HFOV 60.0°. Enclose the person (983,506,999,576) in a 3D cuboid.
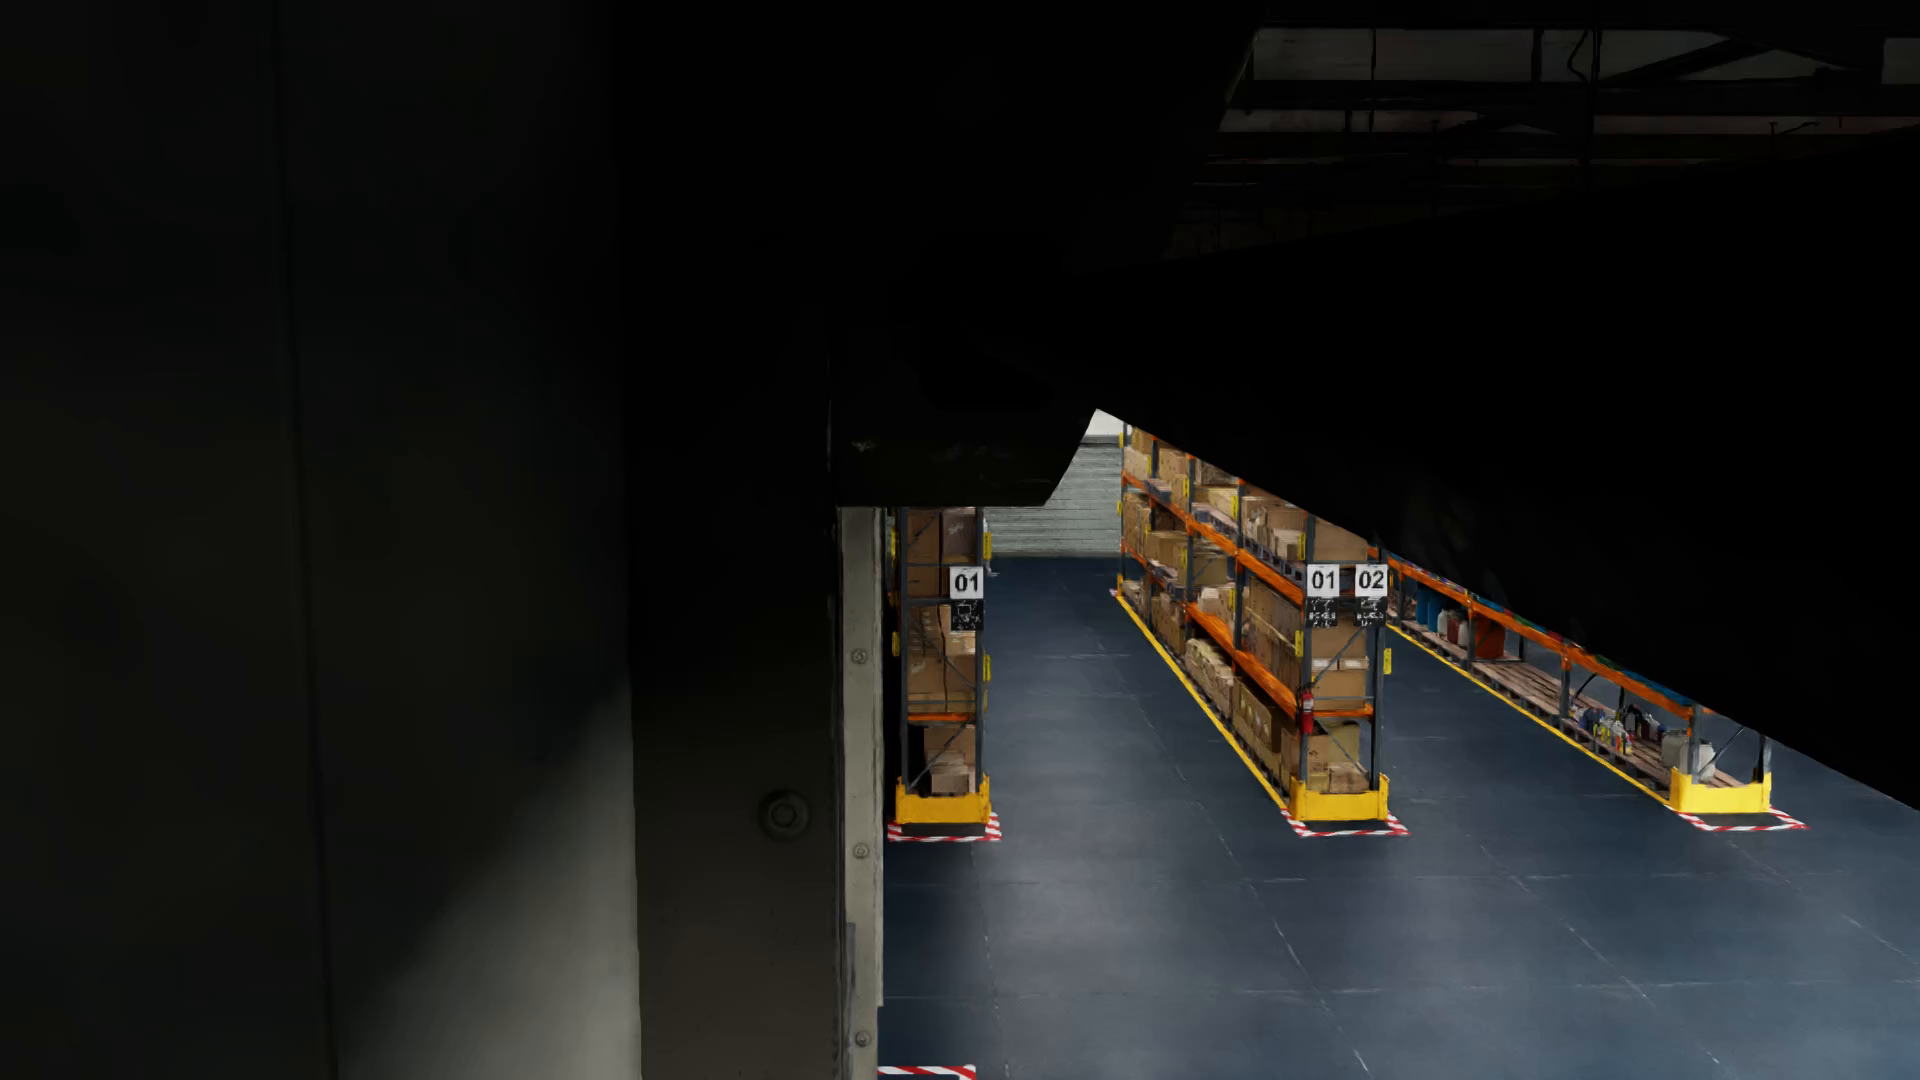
[{"bbox_3d":[0.508,0.034,38.885,0.553,1.669,0.685,6,10,35],"label":"person"}]
